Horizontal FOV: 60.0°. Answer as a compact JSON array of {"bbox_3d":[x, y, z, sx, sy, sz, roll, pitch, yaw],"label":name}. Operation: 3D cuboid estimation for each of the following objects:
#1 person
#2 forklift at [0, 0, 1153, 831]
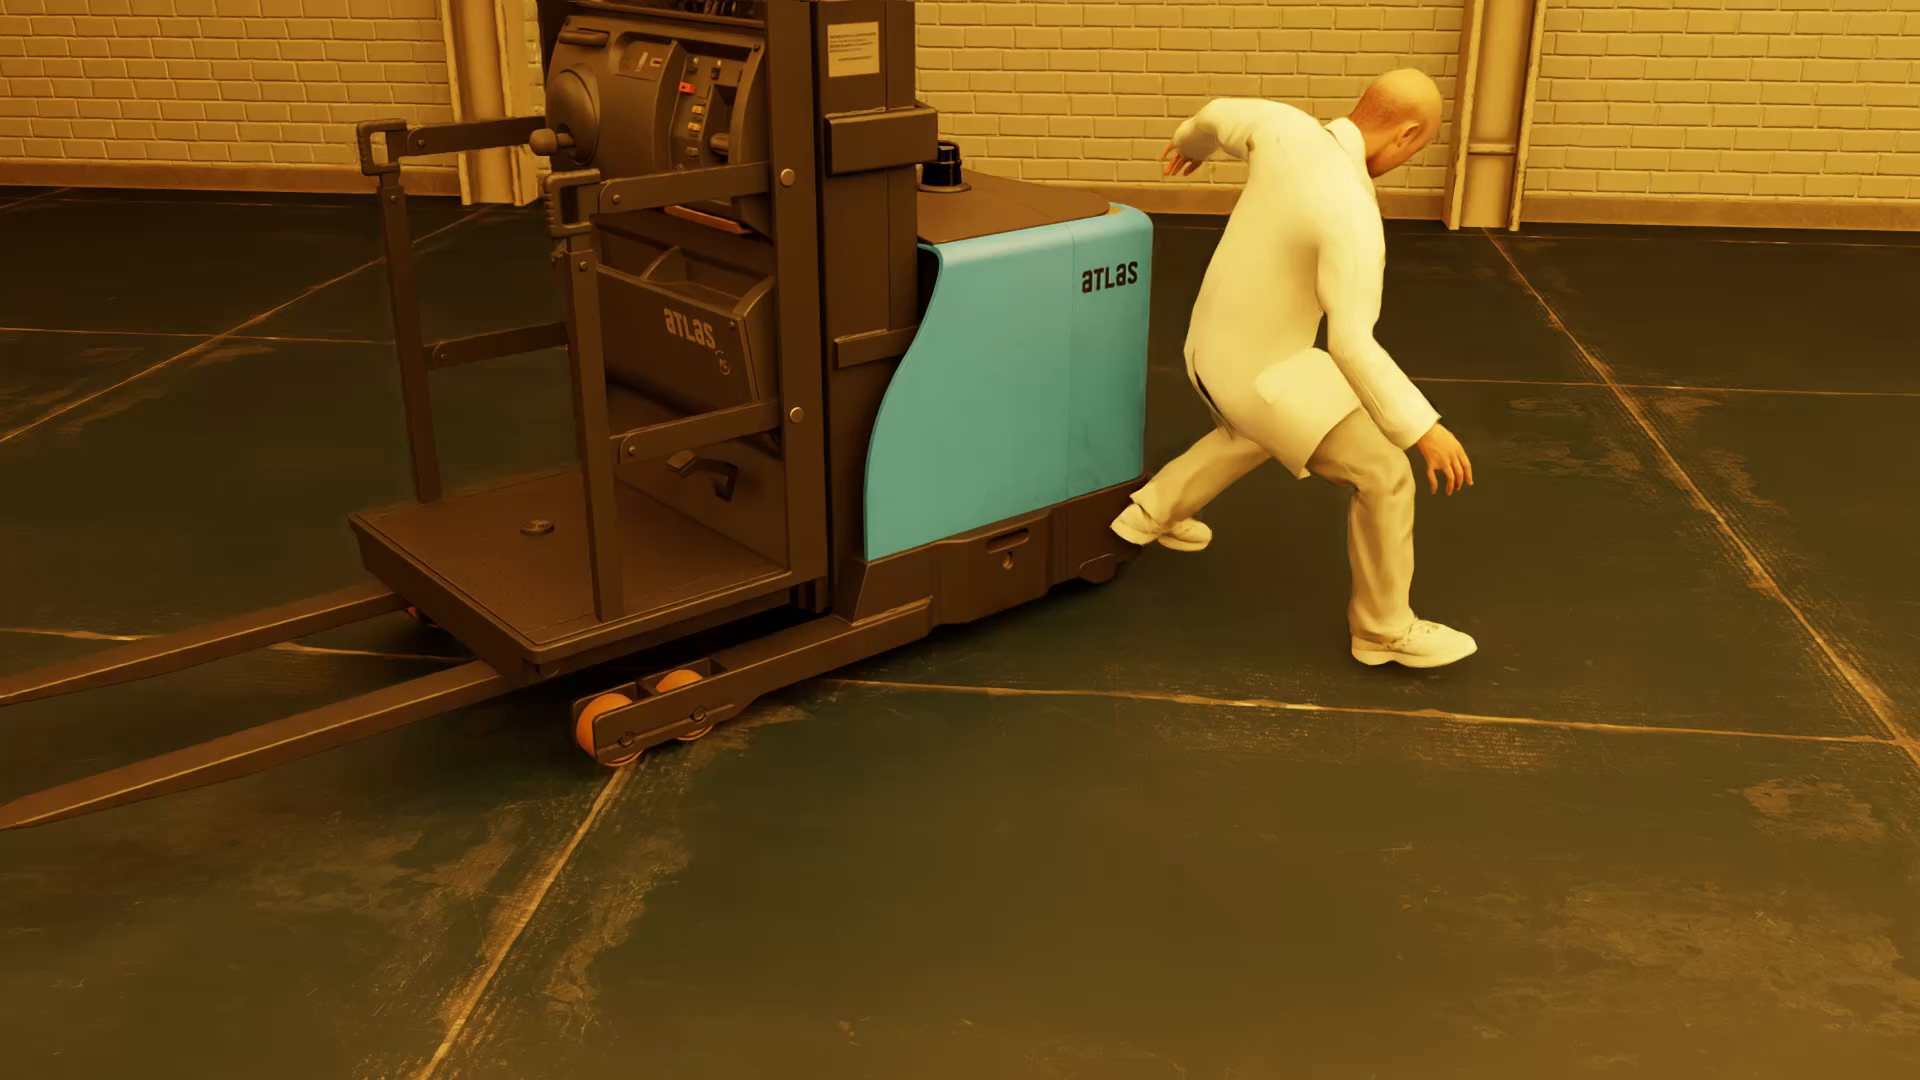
[{"bbox_3d":[0.837,-0.490,4.411,0.787,1.511,1.232,-3,22,-8],"label":"person"},{"bbox_3d":[-0.908,-1.054,3.871,3.031,2.935,1.130,-17,28,-36],"label":"forklift"}]
